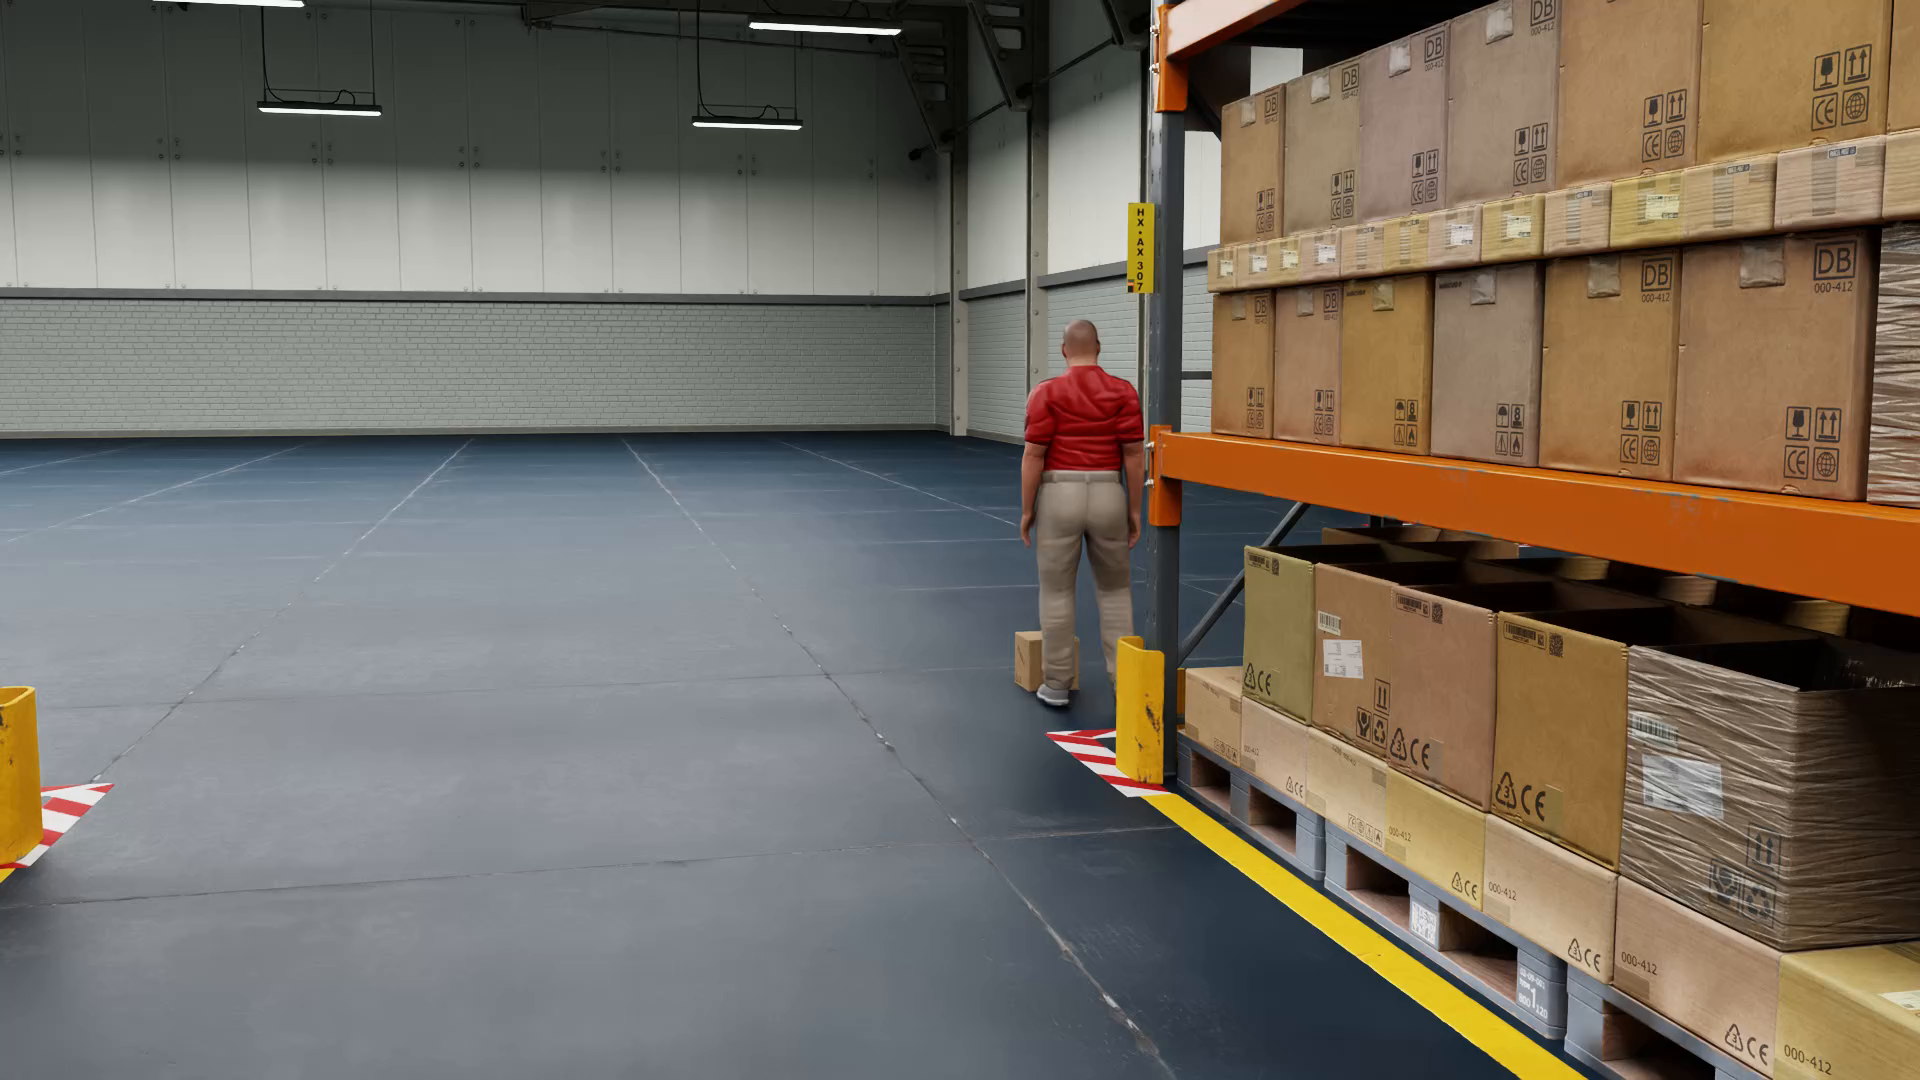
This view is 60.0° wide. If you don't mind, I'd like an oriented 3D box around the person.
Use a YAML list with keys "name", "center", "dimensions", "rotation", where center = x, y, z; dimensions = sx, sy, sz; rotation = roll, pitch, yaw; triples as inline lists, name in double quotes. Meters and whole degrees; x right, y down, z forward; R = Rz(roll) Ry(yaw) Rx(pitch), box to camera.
- name: "person"
  center: [0.552, -0.086, 7.481]
  dimensions: [0.570, 1.798, 0.373]
  rotation: [-1, 6, -7]
